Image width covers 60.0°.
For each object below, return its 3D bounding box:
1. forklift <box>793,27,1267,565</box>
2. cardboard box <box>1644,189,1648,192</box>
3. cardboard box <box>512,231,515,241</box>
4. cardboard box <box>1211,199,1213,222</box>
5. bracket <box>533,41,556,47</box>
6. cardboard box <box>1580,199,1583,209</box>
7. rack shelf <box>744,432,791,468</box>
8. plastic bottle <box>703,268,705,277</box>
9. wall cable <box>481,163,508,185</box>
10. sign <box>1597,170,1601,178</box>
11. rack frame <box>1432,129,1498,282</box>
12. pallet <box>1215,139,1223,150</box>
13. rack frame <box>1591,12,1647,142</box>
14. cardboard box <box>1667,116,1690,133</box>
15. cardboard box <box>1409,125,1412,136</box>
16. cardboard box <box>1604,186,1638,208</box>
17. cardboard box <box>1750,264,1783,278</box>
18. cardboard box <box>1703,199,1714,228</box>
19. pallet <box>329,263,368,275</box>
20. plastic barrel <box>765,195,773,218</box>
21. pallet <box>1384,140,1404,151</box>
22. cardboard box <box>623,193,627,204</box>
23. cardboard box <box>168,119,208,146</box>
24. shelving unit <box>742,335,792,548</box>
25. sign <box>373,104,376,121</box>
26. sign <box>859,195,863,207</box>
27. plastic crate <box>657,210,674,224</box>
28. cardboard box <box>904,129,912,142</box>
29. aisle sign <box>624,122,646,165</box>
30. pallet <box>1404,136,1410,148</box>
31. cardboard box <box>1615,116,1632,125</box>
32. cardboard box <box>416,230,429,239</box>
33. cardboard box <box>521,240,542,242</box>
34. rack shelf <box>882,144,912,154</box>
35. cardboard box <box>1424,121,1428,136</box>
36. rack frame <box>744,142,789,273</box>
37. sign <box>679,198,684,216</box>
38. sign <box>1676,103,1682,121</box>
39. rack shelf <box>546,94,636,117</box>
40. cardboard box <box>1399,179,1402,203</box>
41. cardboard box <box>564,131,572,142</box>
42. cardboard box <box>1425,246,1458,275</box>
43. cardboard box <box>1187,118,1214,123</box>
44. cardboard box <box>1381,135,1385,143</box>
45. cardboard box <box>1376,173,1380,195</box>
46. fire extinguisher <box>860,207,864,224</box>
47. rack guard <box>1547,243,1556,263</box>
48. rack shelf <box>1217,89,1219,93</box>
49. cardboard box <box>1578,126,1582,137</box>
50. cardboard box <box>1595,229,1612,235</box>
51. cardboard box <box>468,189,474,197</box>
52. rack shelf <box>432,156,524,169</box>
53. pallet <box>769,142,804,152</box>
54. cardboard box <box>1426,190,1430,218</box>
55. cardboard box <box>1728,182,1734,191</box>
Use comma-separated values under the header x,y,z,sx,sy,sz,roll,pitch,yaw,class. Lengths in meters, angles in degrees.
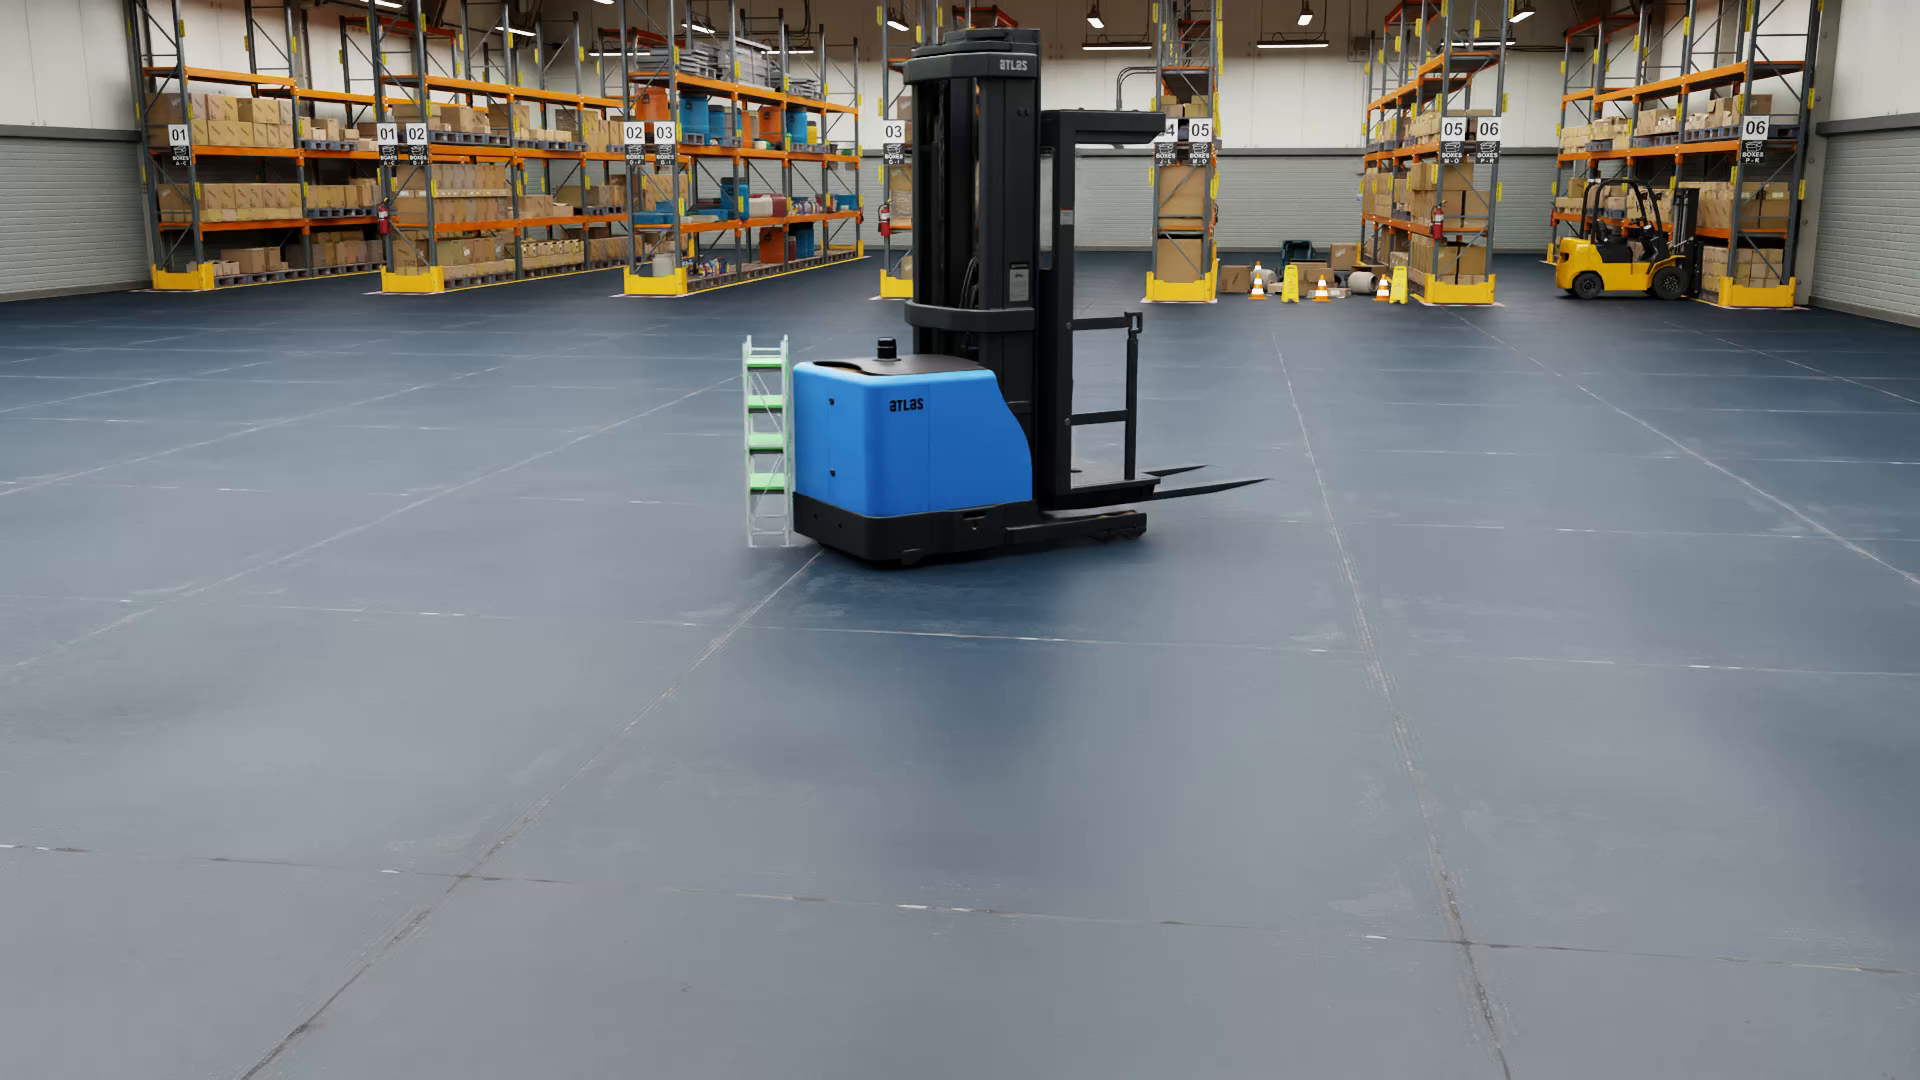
x,y,z,sx,sy,sz,roll,pitch,yaw,class
0.530,-1.502,10.007,3.031,2.935,1.130,-7,14,-31,forklift
14.493,-7.235,34.667,0.380,0.149,0.250,2,12,10,cardboard box
-13.138,-8.657,47.980,0.700,0.500,0.500,2,12,9,cardboard box
4.941,-6.811,34.240,0.500,0.500,0.500,2,12,9,cardboard box
-12.880,-15.550,52.245,0.076,0.066,3.189,2,12,9,bracket
15.474,-8.213,40.634,0.500,0.250,0.500,2,12,10,cardboard box
-1.144,-0.534,9.926,0.258,0.148,0.480,-1,12,-4,rack shelf
-5.198,-5.407,33.560,0.097,0.201,0.097,0,12,0,plastic bottle
-13.867,-10.616,49.724,0.084,1.984,1.851,2,12,9,wall cable
16.797,-9.558,43.727,0.100,0.325,0.005,2,12,9,sign
8.886,-5.689,29.273,1.000,3.000,0.127,2,12,9,rack frame
5.163,-8.732,36.721,1.213,0.211,1.003,2,12,11,pallet
15.637,-10.960,39.489,1.000,3.000,0.127,2,12,9,rack frame
14.277,-8.197,32.768,0.500,0.311,0.500,1,12,7,cardboard box
9.910,-8.553,35.196,0.797,0.503,0.637,2,12,9,cardboard box
15.090,-7.796,37.807,0.797,0.503,0.637,2,12,7,cardboard box
14.069,-4.726,29.146,0.500,0.250,0.500,2,12,10,cardboard box
13.775,-5.903,30.029,0.500,0.500,0.500,2,12,8,cardboard box
-14.671,-6.378,39.088,1.003,0.211,1.213,2,12,9,pallet
-4.517,-7.670,38.197,0.421,0.512,0.421,0,12,0,plastic barrel
10.163,-8.864,37.334,1.213,0.211,1.003,2,12,11,pallet
-9.025,-8.991,44.358,0.500,0.500,0.500,2,12,10,cardboard box
-15.291,-8.078,32.954,0.500,0.500,0.500,2,12,10,cardboard box
-1.144,-0.596,9.913,0.258,1.200,0.503,-1,12,-4,shelving unit
-11.228,-8.213,31.950,0.100,0.325,0.005,2,12,9,sign
-2.794,-9.567,46.878,0.100,0.325,0.005,2,12,9,sign
-5.914,-6.347,32.678,0.499,0.251,0.408,2,12,9,plastic crate
-1.083,-7.512,30.966,0.500,0.250,0.500,2,12,10,cardboard box
-6.105,-7.436,31.209,0.394,0.787,0.004,2,12,9,aisle sign
9.858,-8.238,34.423,1.213,0.211,1.003,2,12,9,pallet
15.649,-9.851,39.136,0.396,0.266,0.258,2,12,9,cardboard box
-13.975,-7.643,42.442,0.750,0.750,0.750,2,12,8,cardboard box
-9.988,-6.818,38.707,0.500,0.311,0.500,2,12,7,cardboard box
-0.599,-7.541,32.454,1.077,0.370,4.000,2,12,9,rack shelf
8.927,-7.661,30.952,0.500,0.250,0.500,2,12,9,cardboard box
-4.570,-7.836,39.235,1.000,3.000,0.127,2,12,9,rack frame
-5.257,-6.287,31.391,0.100,0.325,0.005,2,12,9,sign
13.868,-8.250,32.062,0.100,0.325,0.005,2,12,9,sign
-9.156,-10.799,41.401,1.077,0.370,4.000,2,12,9,rack shelf
9.670,-7.449,35.496,0.500,0.500,0.500,2,12,10,cardboard box
-9.478,-9.500,39.192,0.500,0.250,0.500,1,12,4,cardboard box
8.751,-5.092,30.252,0.500,0.500,0.500,2,12,9,cardboard box
4.615,-8.134,31.912,0.500,0.250,0.500,2,12,8,cardboard box
10.191,-9.493,39.359,0.380,0.166,0.250,1,12,5,cardboard box
10.380,-8.643,40.366,0.500,0.500,0.500,2,12,9,cardboard box
-2.867,-9.298,47.087,0.296,0.674,0.183,2,12,9,fire extinguisher
16.240,-7.622,44.175,1.175,0.500,0.348,2,12,9,rack guard
6.132,-11.322,42.886,1.077,0.370,4.000,2,12,9,rack shelf
15.632,-10.134,41.241,0.500,0.250,0.500,2,12,10,cardboard box
15.326,-7.351,39.676,0.380,0.149,0.250,1,12,6,cardboard box
-10.184,-7.093,34.008,0.380,0.149,0.250,2,12,9,cardboard box
-13.436,-10.521,46.280,1.077,0.370,4.000,2,12,9,rack shelf
-4.356,-9.366,39.663,1.003,0.211,1.213,2,12,9,pallet
8.779,-6.110,30.280,0.500,0.500,0.500,2,12,9,cardboard box
13.645,-6.174,29.041,0.380,0.149,0.250,2,12,9,cardboard box
